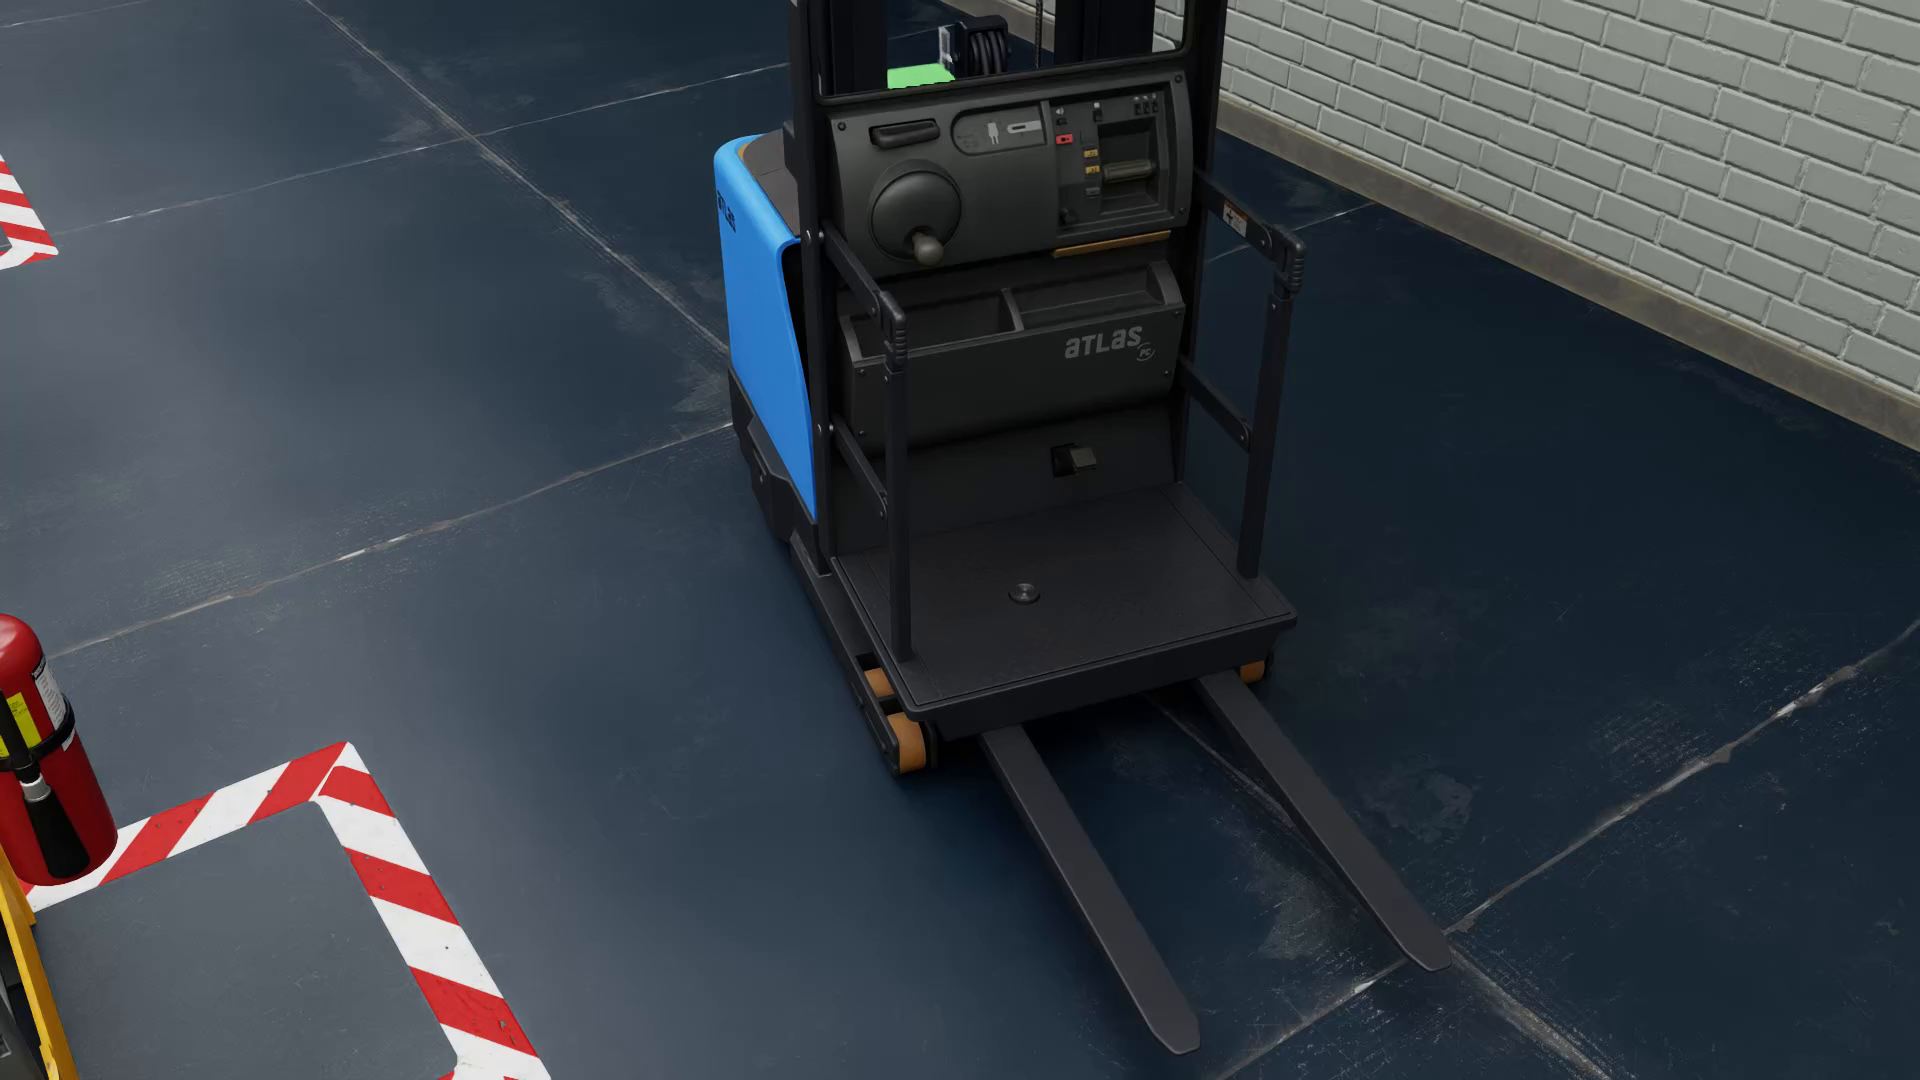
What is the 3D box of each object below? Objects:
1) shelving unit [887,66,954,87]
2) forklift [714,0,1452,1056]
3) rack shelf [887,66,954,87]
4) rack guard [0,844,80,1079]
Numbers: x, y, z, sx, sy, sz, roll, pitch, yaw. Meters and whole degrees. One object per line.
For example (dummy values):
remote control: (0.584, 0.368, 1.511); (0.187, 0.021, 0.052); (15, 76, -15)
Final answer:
shelving unit: (-0.237, -1.102, 5.746); (0.487, 1.046, 0.258); (-12, 35, -17)
forklift: (0.220, -0.850, 3.921); (1.130, 2.935, 3.031); (-12, 38, -17)
rack shelf: (-0.240, -1.493, 5.486); (0.457, 0.021, 0.221); (-12, 35, -17)
rack guard: (-2.085, 0.991, 3.444); (0.348, 0.500, 1.175); (-22, 41, -28)
